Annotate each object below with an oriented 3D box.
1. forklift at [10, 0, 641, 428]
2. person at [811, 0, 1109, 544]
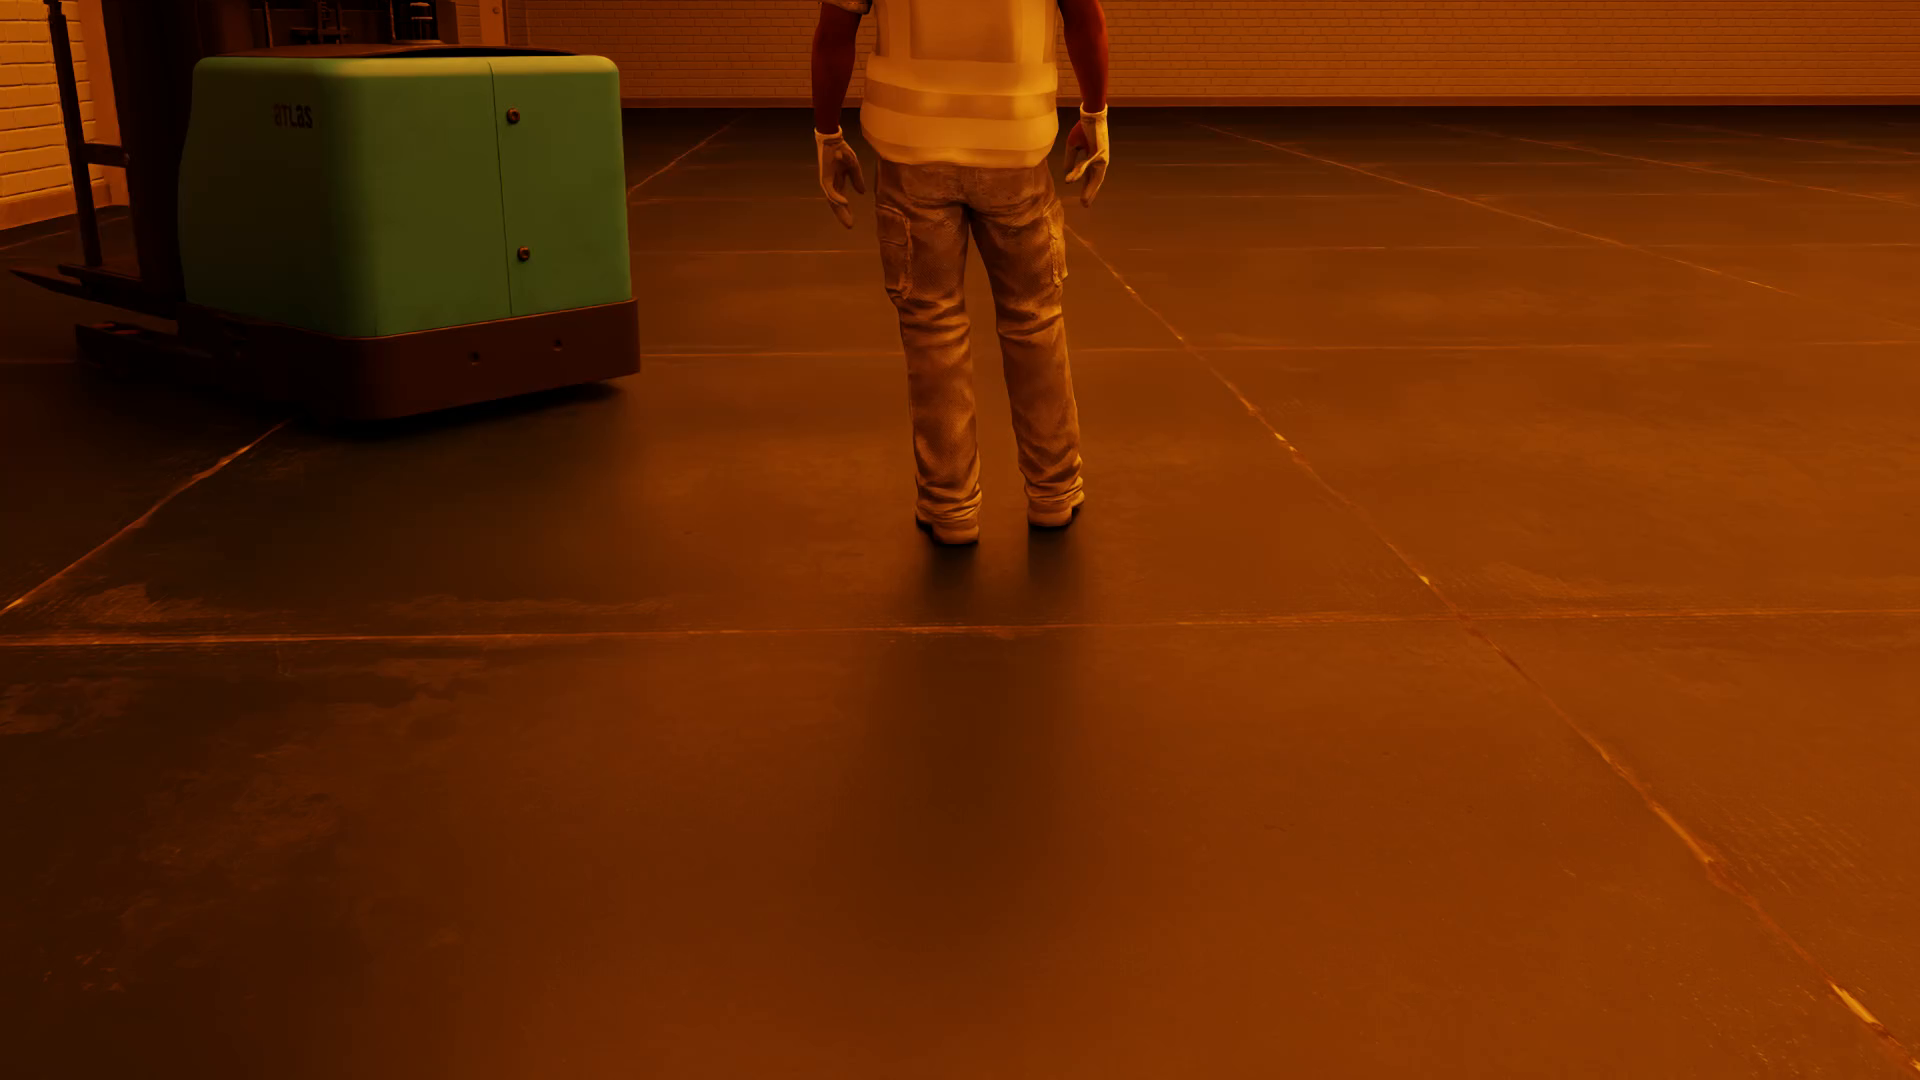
[{"bbox_3d":[-2.497,-2.070,5.674,3.031,2.935,1.130,14,22,39],"label":"forklift"},{"bbox_3d":[0.004,-0.881,3.725,0.656,1.784,0.575,-1,17,-3],"label":"person"}]
